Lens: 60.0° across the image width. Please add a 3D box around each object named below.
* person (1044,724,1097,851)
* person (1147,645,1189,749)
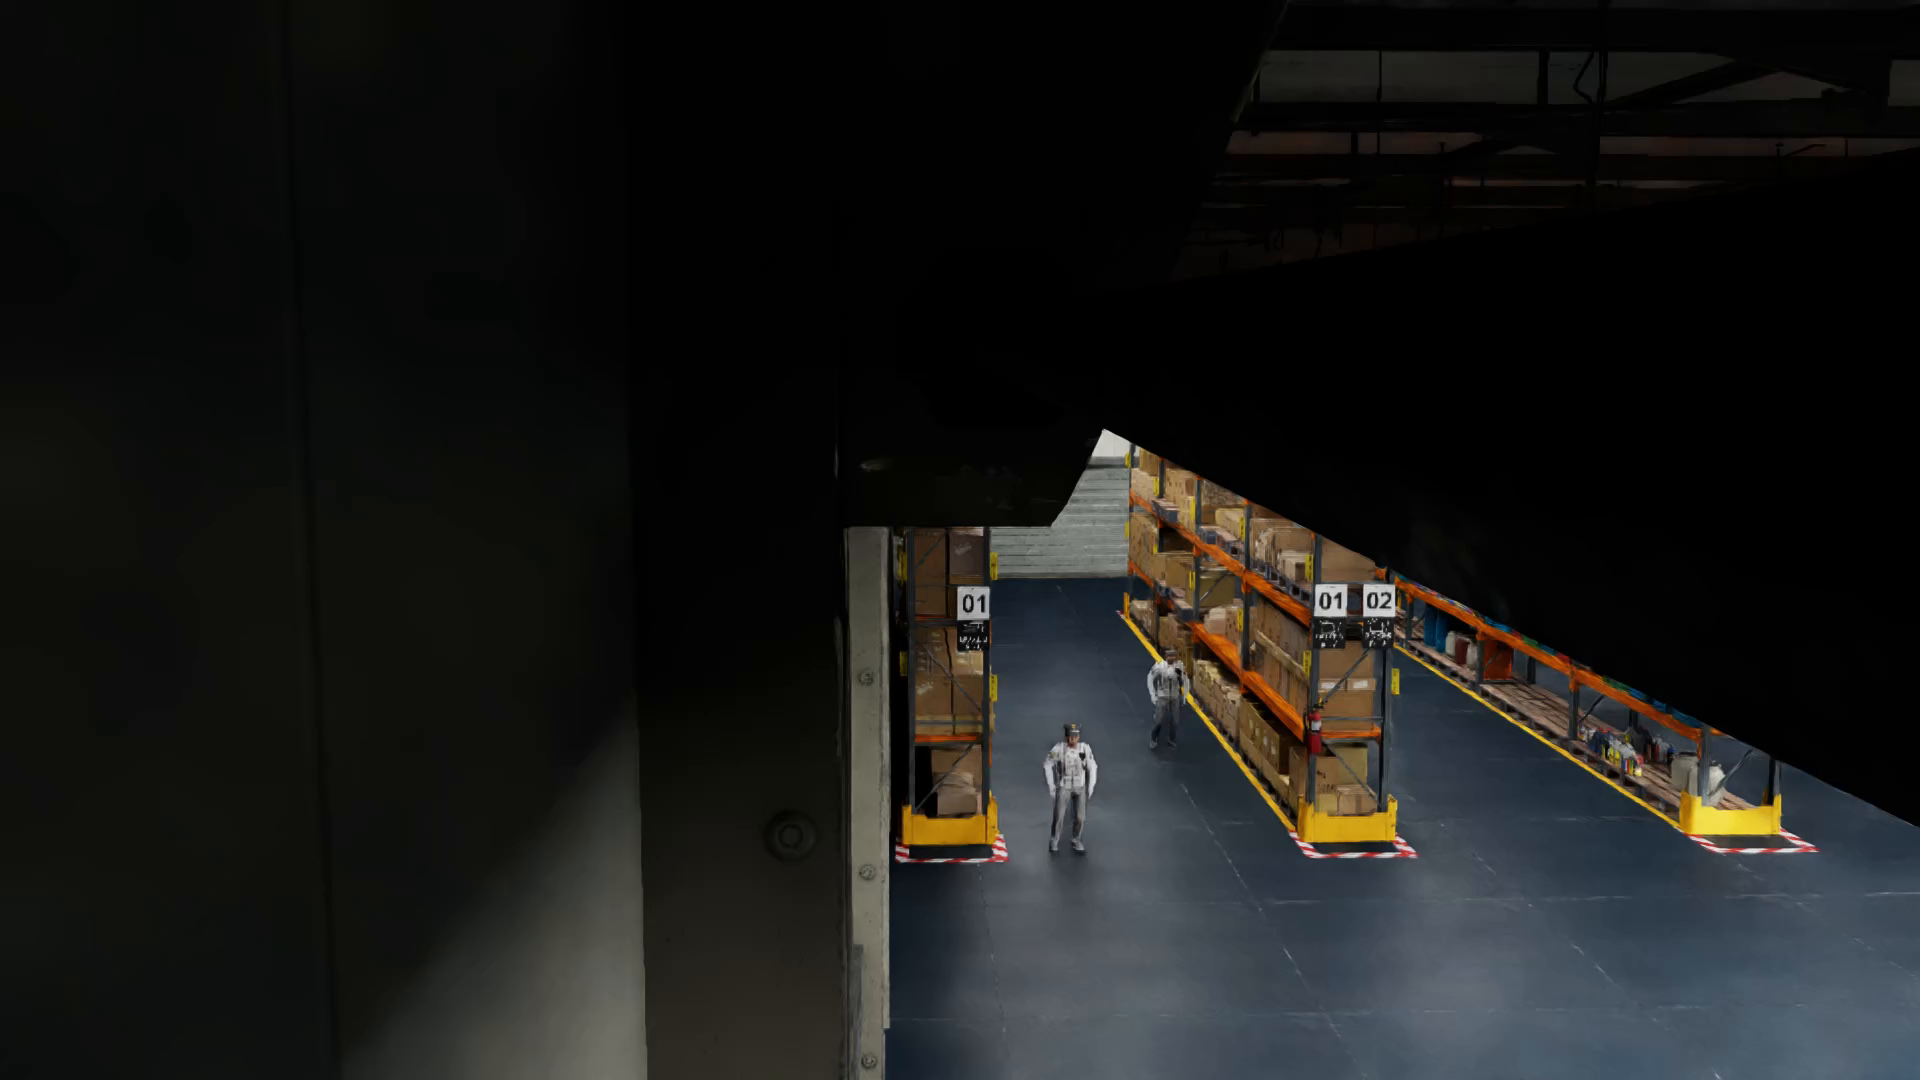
[{"bbox_3d":[1.330,2.972,20.061,0.639,1.627,0.502,0,7,-4],"label":"person"},{"bbox_3d":[3.115,2.345,24.932,0.639,1.632,0.512,-1,7,-4],"label":"person"}]
